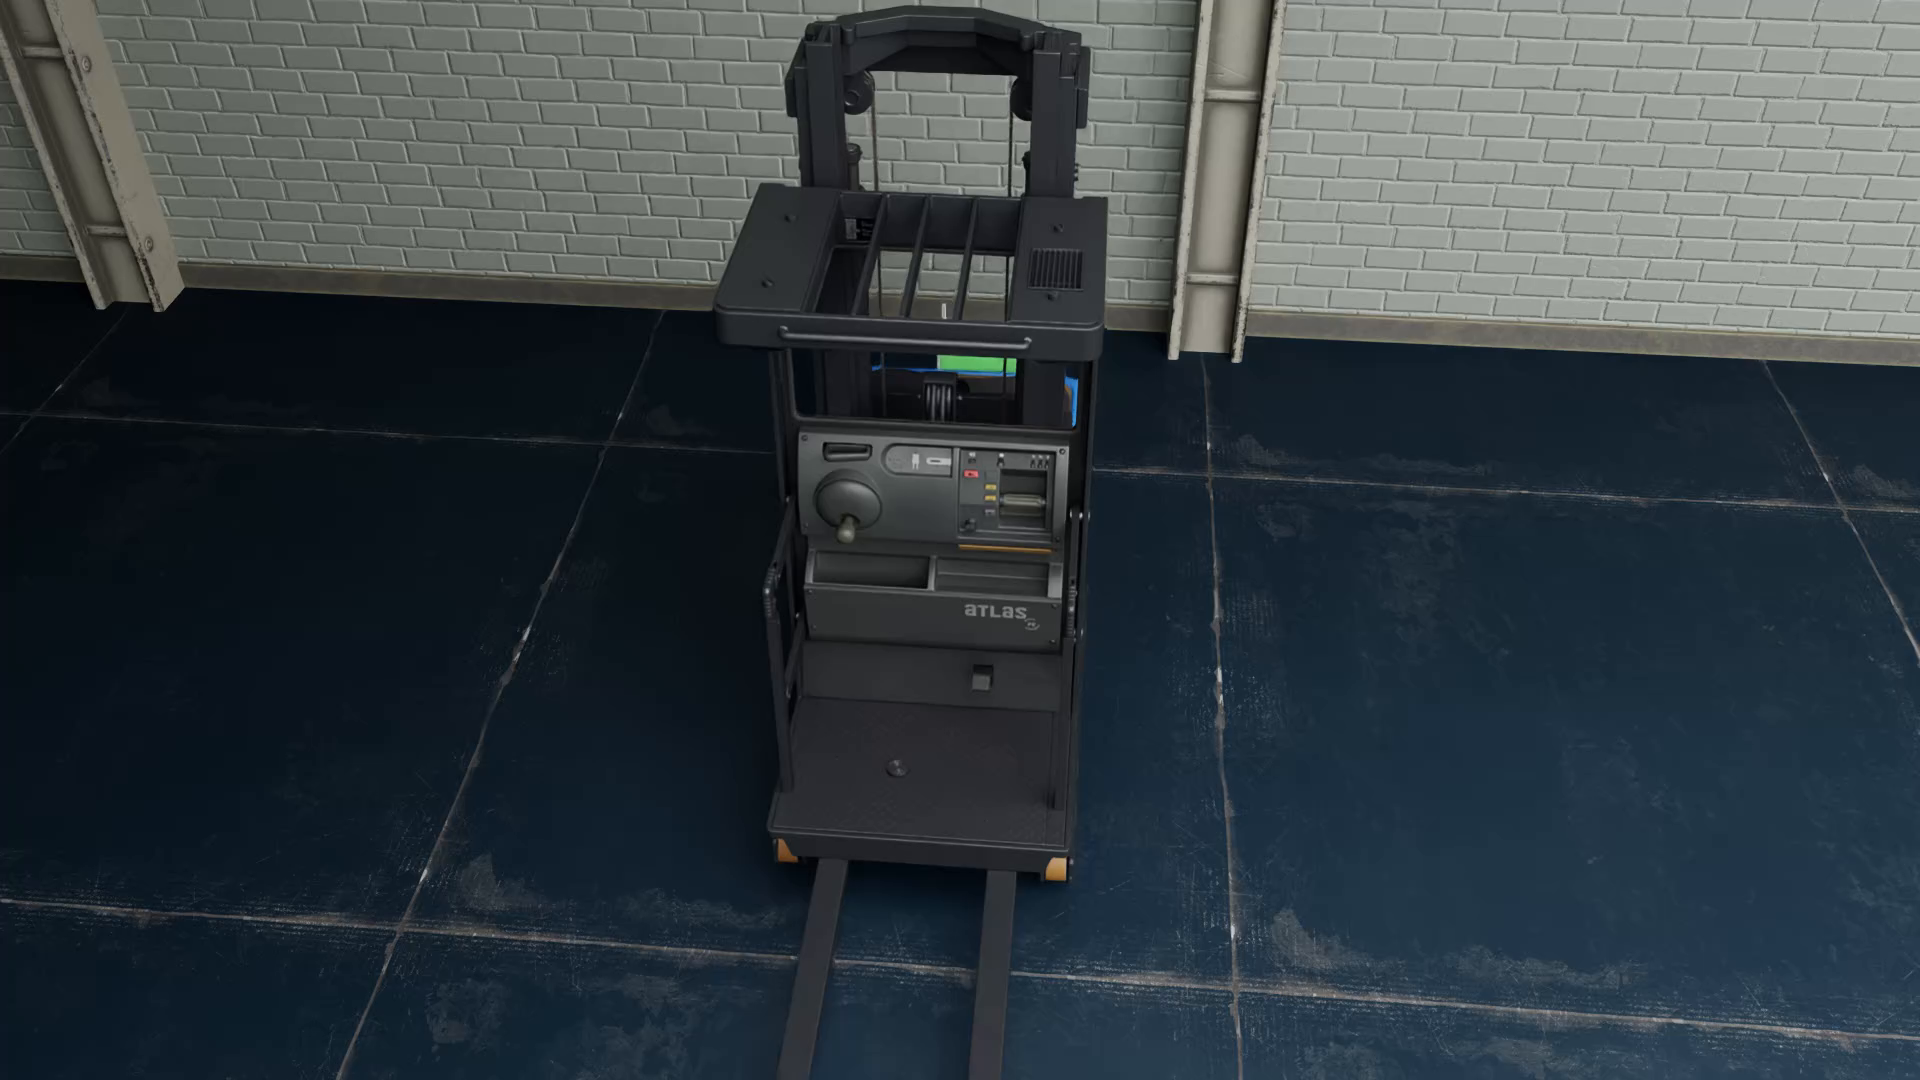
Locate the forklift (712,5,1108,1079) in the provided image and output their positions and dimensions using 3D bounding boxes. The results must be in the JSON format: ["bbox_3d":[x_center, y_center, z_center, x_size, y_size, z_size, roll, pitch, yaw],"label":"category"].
[{"bbox_3d":[-0.111,-0.094,5.544,1.130,2.935,3.031,3,39,4],"label":"forklift"}]

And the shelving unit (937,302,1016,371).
[{"bbox_3d":[0.166,-0.461,7.366,0.503,1.200,0.258,3,39,4],"label":"shelving unit"}]

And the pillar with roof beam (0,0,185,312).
[{"bbox_3d":[-5.023,-2.168,3.285,0.400,9.000,9.100,3,39,4],"label":"pillar with roof beam"}]

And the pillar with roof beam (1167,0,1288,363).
[{"bbox_3d":[0.955,-1.841,2.884,0.400,9.000,9.100,3,39,4],"label":"pillar with roof beam"}]

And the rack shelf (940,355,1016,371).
[{"bbox_3d":[0.166,-0.783,7.103,0.480,0.148,0.258,3,39,4],"label":"rack shelf"}]

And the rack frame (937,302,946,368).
[{"bbox_3d":[-0.077,-0.474,7.382,0.015,1.200,0.240,3,39,4],"label":"rack frame"}]
